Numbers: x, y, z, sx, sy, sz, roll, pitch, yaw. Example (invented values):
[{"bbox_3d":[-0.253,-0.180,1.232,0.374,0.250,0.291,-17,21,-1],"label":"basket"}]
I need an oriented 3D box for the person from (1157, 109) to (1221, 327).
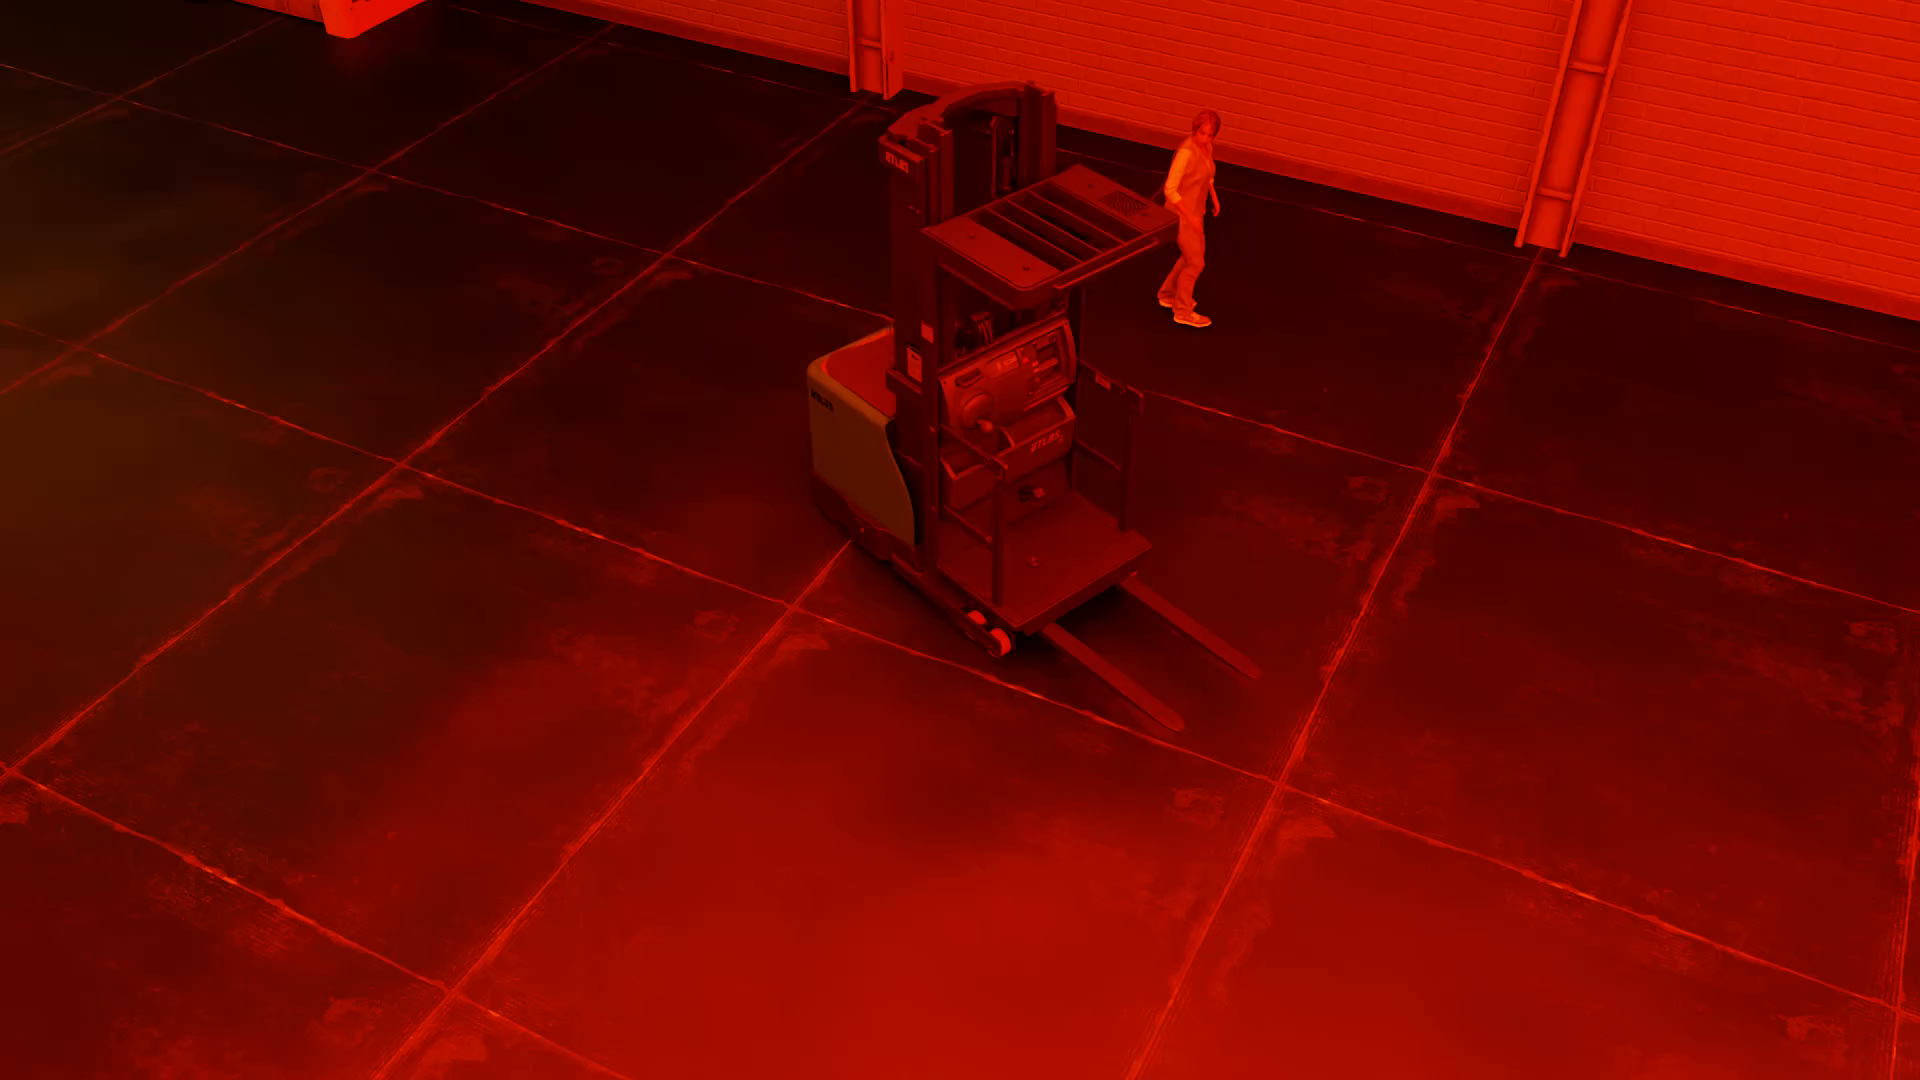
[{"bbox_3d":[1.656,-2.279,11.699,0.439,1.565,0.614,14,42,16],"label":"person"}]

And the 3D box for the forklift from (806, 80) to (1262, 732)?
[{"bbox_3d":[0.410,-0.825,8.966,1.130,2.935,3.031,-29,48,-30],"label":"forklift"}]
